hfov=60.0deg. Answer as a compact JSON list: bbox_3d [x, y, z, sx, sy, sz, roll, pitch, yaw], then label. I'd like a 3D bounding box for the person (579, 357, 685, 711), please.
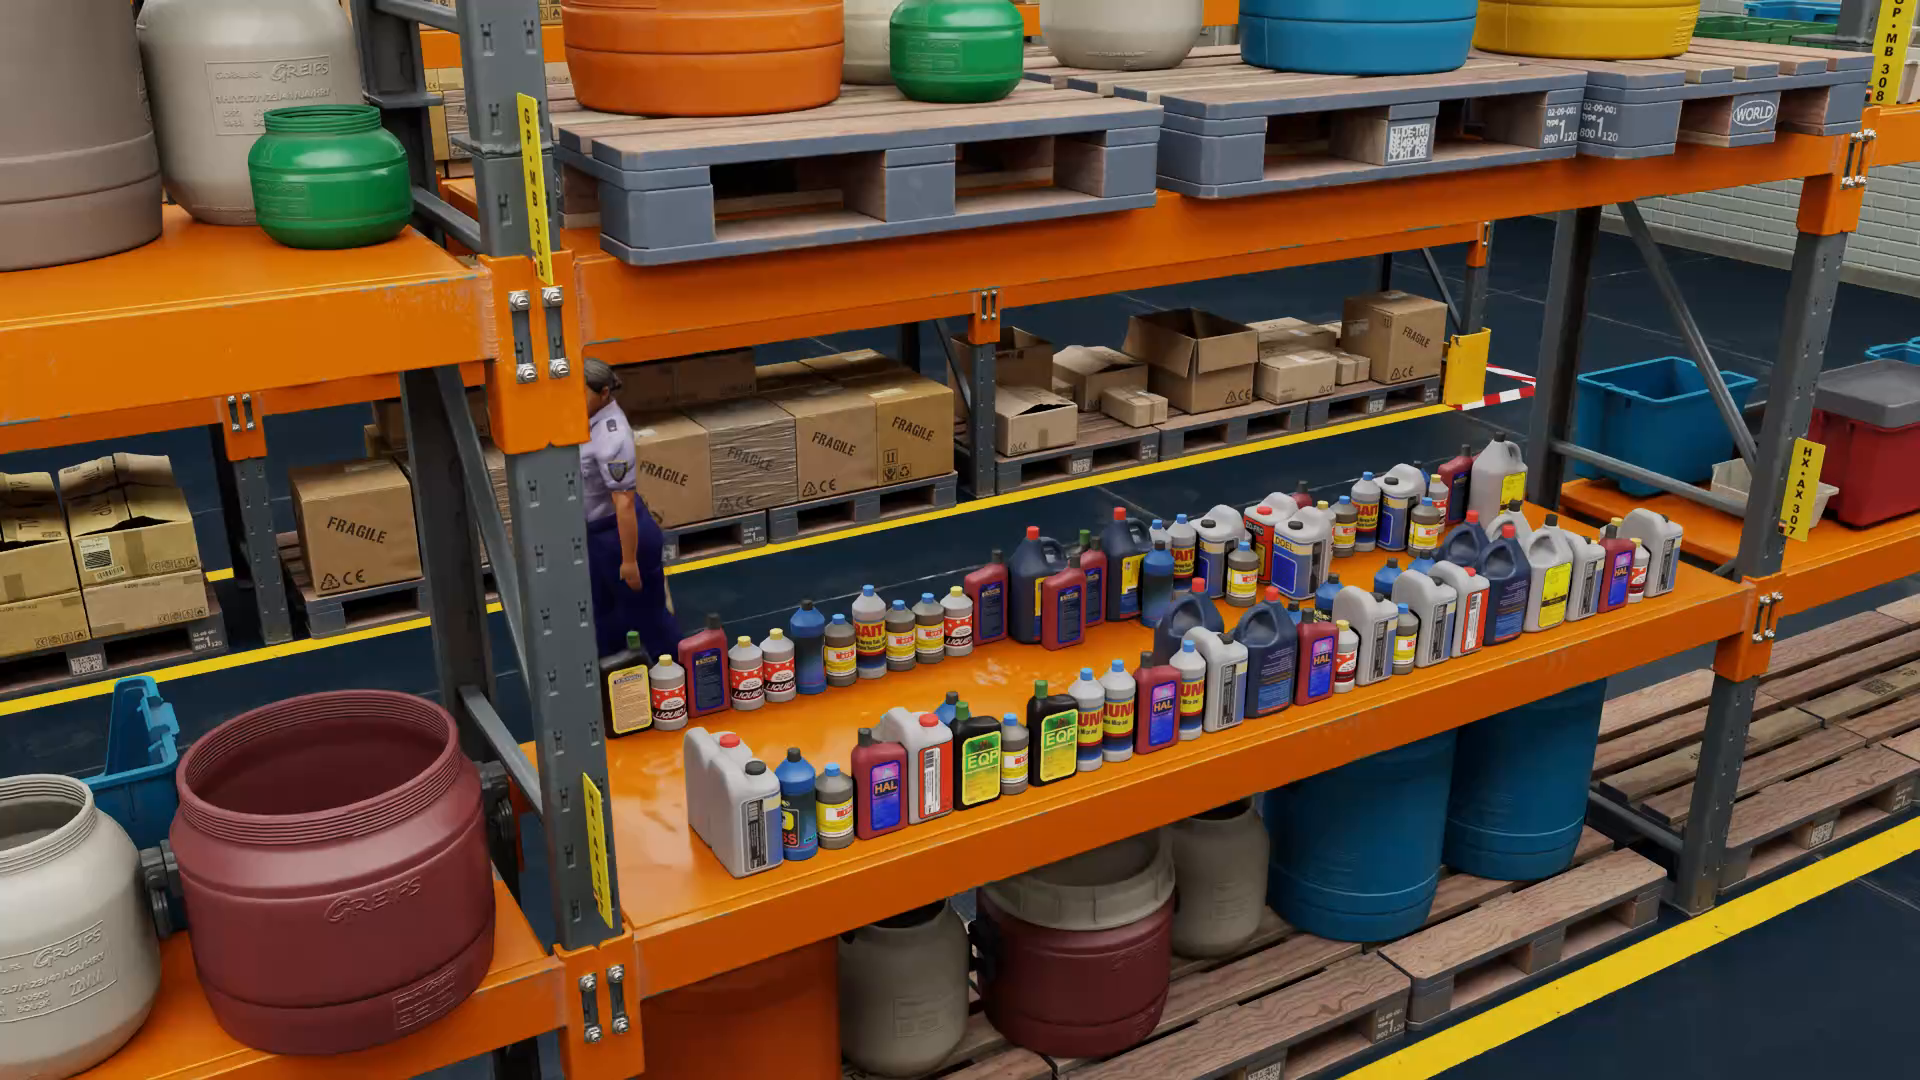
[{"bbox_3d":[-1.422,0.013,7.145,0.493,1.703,0.596,-8,23,-19],"label":"person"}]
